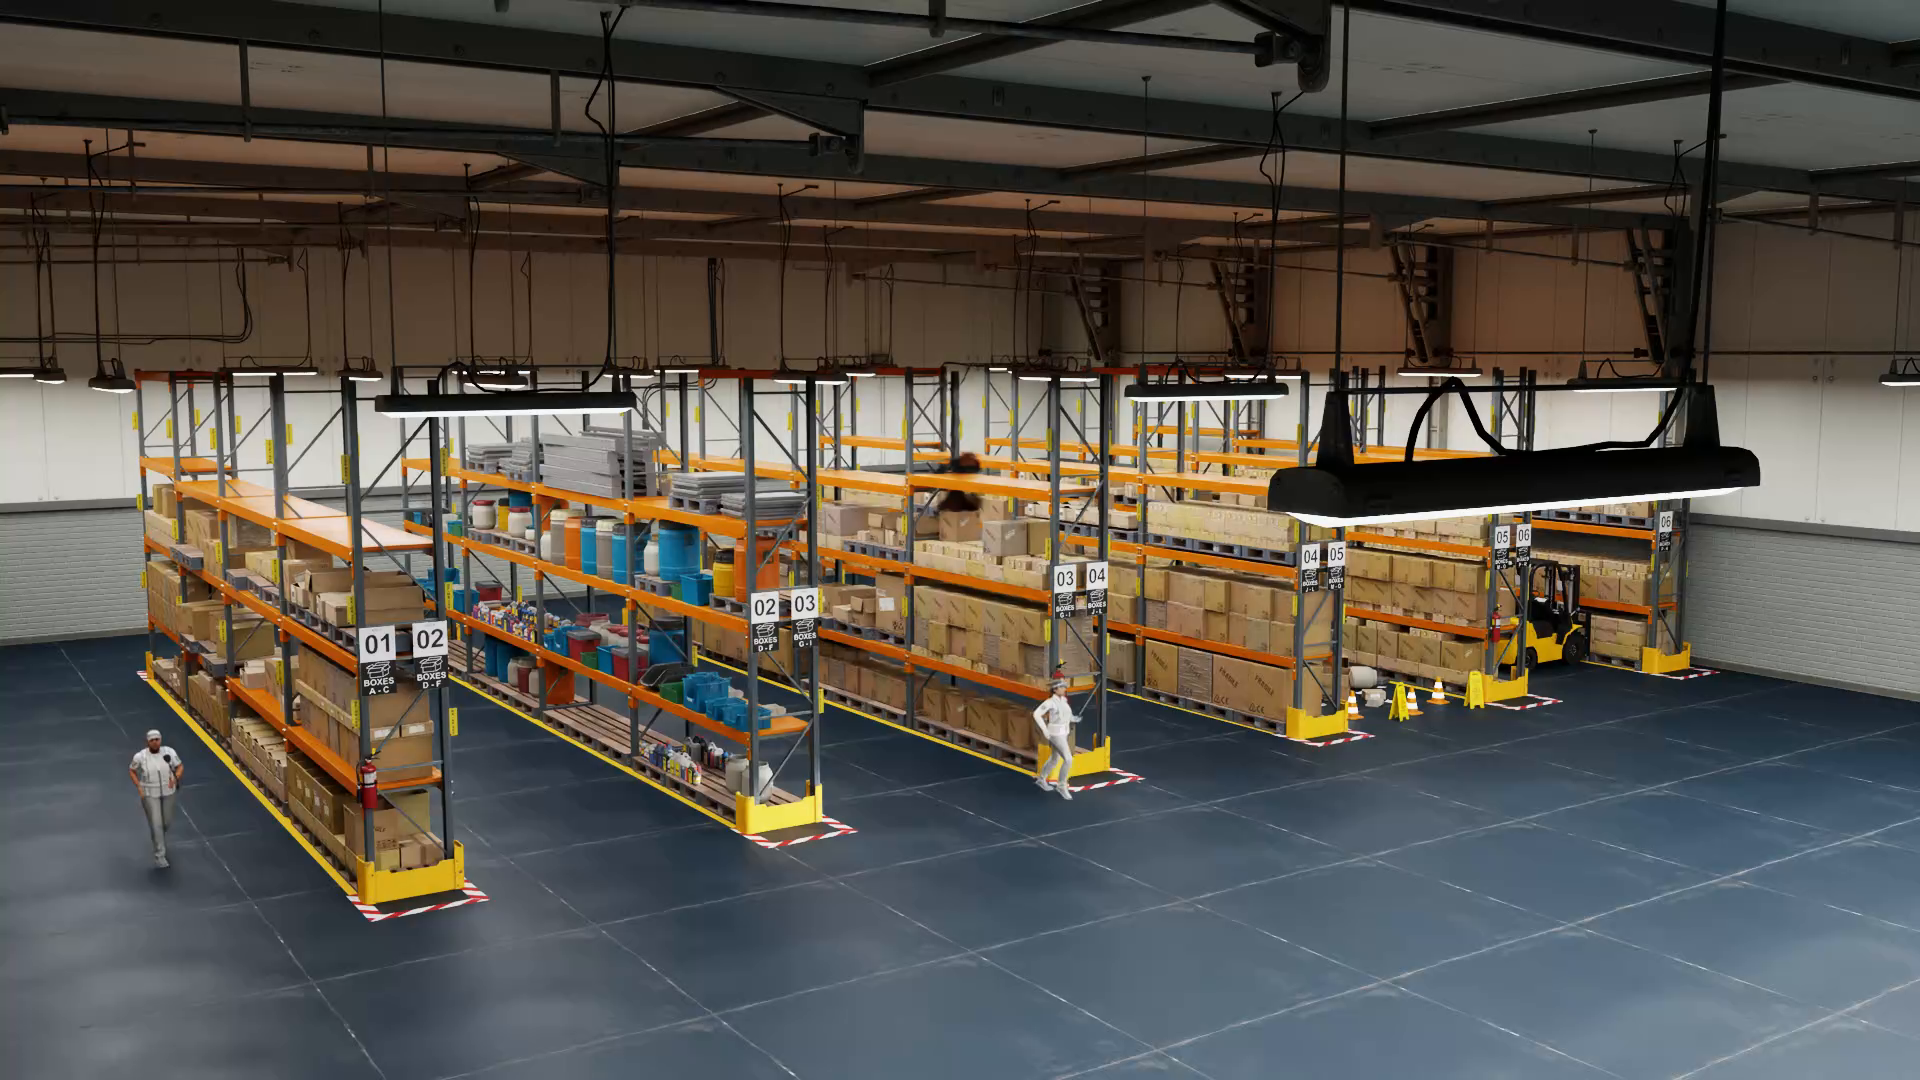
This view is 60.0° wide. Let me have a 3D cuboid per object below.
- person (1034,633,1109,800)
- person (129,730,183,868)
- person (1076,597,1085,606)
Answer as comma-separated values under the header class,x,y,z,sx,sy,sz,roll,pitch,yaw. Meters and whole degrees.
class,x,y,z,sx,sy,sz,roll,pitch,yaw
person,1.749,2.559,24.369,0.741,2.114,2.096,3,7,28
person,-9.966,3.158,20.673,0.599,1.663,0.858,-5,8,-38
person,2.126,1.850,30.027,0.560,1.668,0.660,-4,8,-34
